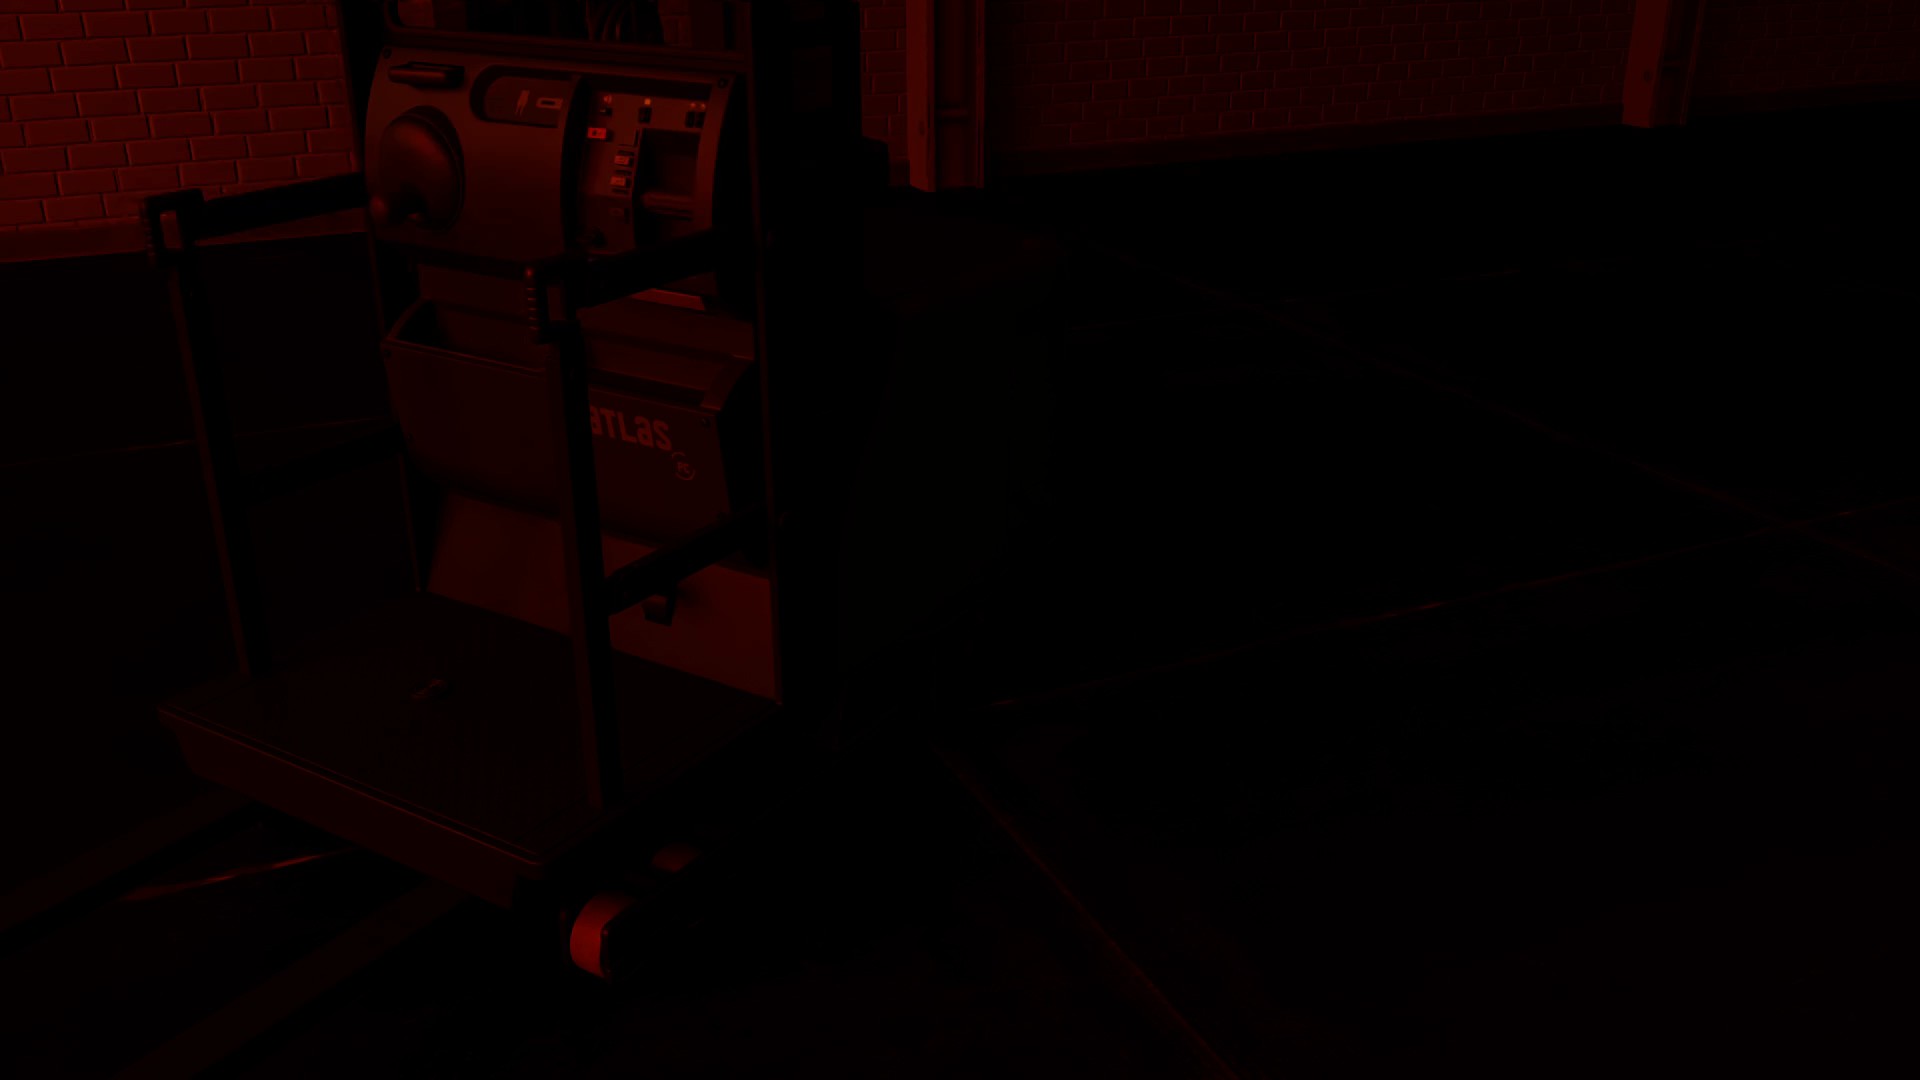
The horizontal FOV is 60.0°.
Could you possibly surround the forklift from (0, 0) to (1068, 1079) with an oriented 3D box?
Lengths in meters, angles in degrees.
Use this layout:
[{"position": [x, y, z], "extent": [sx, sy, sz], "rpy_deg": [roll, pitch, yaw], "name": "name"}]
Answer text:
[{"position": [-0.923, -0.732, 3.048], "extent": [1.130, 2.935, 3.031], "rpy_deg": [13, 26, 29], "name": "forklift"}]
